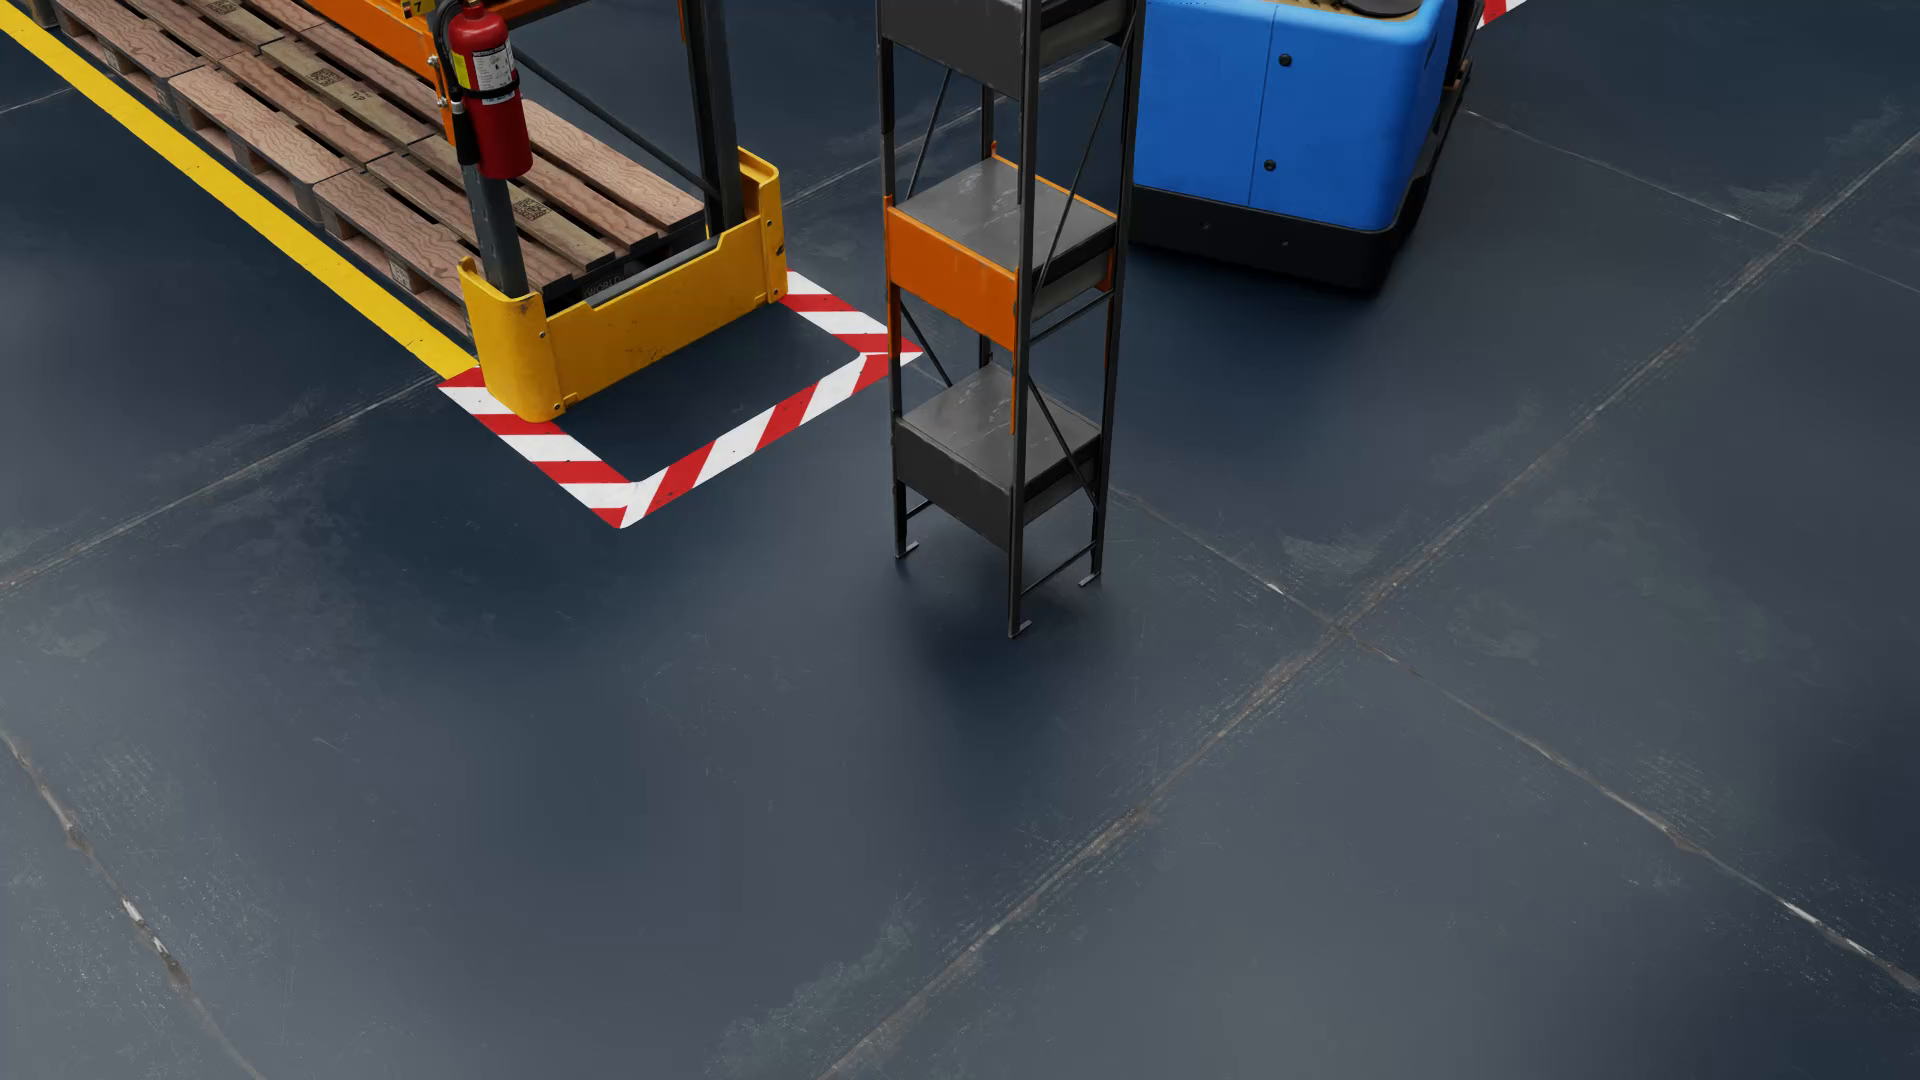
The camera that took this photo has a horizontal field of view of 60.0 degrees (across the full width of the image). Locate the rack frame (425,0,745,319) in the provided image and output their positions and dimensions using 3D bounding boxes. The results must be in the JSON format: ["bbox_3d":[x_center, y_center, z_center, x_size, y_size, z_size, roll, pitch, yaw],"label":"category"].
[{"bbox_3d":[-1.181,-1.850,5.042,1.000,3.000,0.127,-34,53,-31],"label":"rack frame"}]

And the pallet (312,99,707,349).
[{"bbox_3d":[-1.736,-1.241,6.437,1.003,0.211,1.213,-34,53,-31],"label":"pallet"}]

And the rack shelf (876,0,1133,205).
[{"bbox_3d":[0.117,-1.196,3.986,0.431,0.518,0.480,-34,53,-31],"label":"rack shelf"}]

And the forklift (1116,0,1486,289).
[{"bbox_3d":[1.622,-3.017,6.355,1.130,2.935,3.031,15,45,16],"label":"forklift"}]

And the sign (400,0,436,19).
[{"bbox_3d":[-1.559,-1.638,4.693,0.100,0.325,0.005,-34,53,-31],"label":"sign"}]

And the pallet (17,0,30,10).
[{"bbox_3d":[-4.521,-3.139,8.491,1.003,0.211,1.213,-34,53,-31],"label":"pallet"}]

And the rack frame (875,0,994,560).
[{"bbox_3d":[-0.055,-0.809,4.578,0.400,2.100,0.015,-34,53,-31],"label":"rack frame"}]

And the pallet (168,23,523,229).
[{"bbox_3d":[-2.593,-1.827,7.071,1.003,0.211,1.213,-34,53,-31],"label":"pallet"}]

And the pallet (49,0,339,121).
[{"bbox_3d":[-3.459,-2.413,7.706,1.003,0.211,1.213,-34,53,-31],"label":"pallet"}]

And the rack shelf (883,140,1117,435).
[{"bbox_3d":[0.117,-0.682,4.461,0.431,0.518,0.480,-34,53,-31],"label":"rack shelf"}]

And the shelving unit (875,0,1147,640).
[{"bbox_3d":[0.117,-0.692,4.451,0.431,2.100,0.503,-34,53,-31],"label":"shelving unit"}]

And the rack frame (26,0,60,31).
[{"bbox_3d":[-4.005,-3.772,7.122,1.000,3.000,0.127,-34,53,-31],"label":"rack frame"}]

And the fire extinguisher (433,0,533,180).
[{"bbox_3d":[-1.396,-1.394,4.880,0.296,0.674,0.183,-34,53,-31],"label":"fire extinguisher"}]

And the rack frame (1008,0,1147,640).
[{"bbox_3d":[0.289,-0.574,4.324,0.400,2.100,0.015,-34,53,-31],"label":"rack frame"}]

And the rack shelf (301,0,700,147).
[{"bbox_3d":[-2.593,-2.547,6.326,1.077,0.370,4.000,-34,53,-31],"label":"rack shelf"}]

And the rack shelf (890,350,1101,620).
[{"bbox_3d":[0.117,-0.168,4.936,0.431,0.518,0.480,-34,53,-31],"label":"rack shelf"}]

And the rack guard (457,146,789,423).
[{"bbox_3d":[-1.155,-0.927,5.884,1.175,0.500,0.348,-34,53,-31],"label":"rack guard"}]
